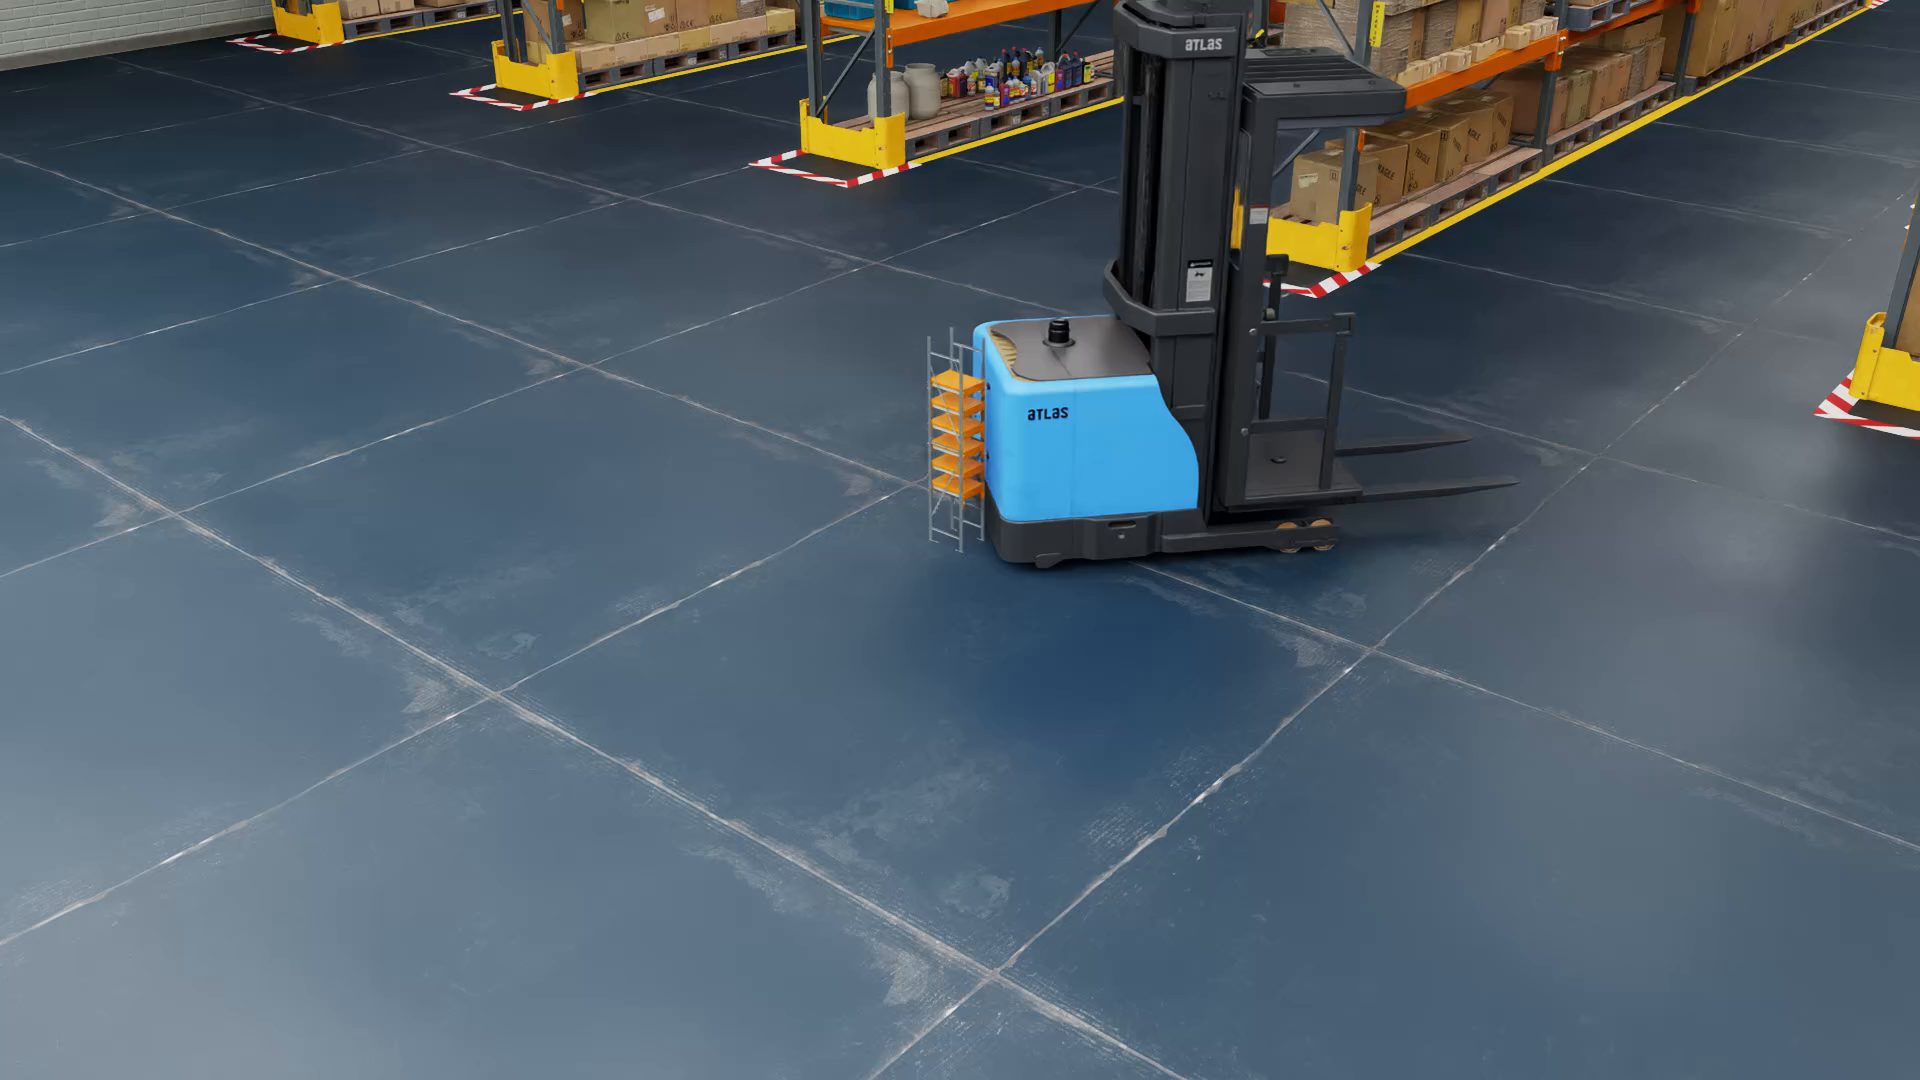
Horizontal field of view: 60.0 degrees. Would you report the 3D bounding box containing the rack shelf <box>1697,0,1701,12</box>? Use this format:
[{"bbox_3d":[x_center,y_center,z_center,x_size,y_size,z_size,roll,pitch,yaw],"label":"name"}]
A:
[{"bbox_3d":[9.097,-6.908,20.123,1.077,0.370,4.000,21,34,34],"label":"rack shelf"}]

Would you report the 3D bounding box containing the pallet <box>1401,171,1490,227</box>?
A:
[{"bbox_3d":[4.105,-3.179,15.166,1.003,0.211,1.213,21,34,34],"label":"pallet"}]

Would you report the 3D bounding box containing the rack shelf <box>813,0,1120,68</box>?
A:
[{"bbox_3d":[0.187,-5.520,17.438,1.077,0.370,4.000,21,34,34],"label":"rack shelf"}]

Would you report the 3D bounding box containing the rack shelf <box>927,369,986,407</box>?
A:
[{"bbox_3d":[-0.018,-0.808,8.819,0.258,0.103,0.180,21,34,35],"label":"rack shelf"}]

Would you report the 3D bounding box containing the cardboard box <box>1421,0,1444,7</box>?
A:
[{"bbox_3d":[3.620,-4.594,13.344,0.500,0.500,0.500,21,34,34],"label":"cardboard box"}]

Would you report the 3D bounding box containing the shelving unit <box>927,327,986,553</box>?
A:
[{"bbox_3d":[-0.018,-0.528,8.964,0.258,1.200,0.189,21,34,35],"label":"shelving unit"}]

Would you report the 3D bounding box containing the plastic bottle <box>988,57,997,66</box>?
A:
[{"bbox_3d":[0.368,-5.259,18.629,0.061,0.283,0.133,23,35,37],"label":"plastic bottle"}]

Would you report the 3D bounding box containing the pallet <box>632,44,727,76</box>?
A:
[{"bbox_3d":[-3.675,-6.055,20.724,1.003,0.211,1.213,21,34,34],"label":"pallet"}]

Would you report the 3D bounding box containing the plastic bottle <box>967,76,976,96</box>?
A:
[{"bbox_3d":[0.122,-4.963,18.145,0.097,0.201,0.097,0,27,0],"label":"plastic bottle"}]

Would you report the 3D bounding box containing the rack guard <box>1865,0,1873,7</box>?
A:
[{"bbox_3d":[12.929,-8.254,24.660,1.175,0.500,0.348,21,34,34],"label":"rack guard"}]

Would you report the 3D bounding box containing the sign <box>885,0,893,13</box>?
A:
[{"bbox_3d":[-0.664,-5.091,15.525,0.100,0.325,0.005,21,34,34],"label":"sign"}]

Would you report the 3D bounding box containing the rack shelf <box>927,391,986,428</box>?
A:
[{"bbox_3d":[-0.018,-0.701,8.874,0.258,0.103,0.180,21,34,35],"label":"rack shelf"}]

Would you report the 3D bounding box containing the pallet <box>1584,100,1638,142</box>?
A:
[{"bbox_3d":[6.550,-4.573,17.860,1.003,0.211,1.213,21,34,34],"label":"pallet"}]

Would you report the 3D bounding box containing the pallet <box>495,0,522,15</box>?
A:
[{"bbox_3d":[-6.586,-7.957,24.401,1.003,0.211,1.213,21,34,34],"label":"pallet"}]

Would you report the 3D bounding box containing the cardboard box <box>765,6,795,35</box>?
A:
[{"bbox_3d":[-2.487,-6.734,21.538,0.500,0.250,0.500,21,34,34],"label":"cardboard box"}]

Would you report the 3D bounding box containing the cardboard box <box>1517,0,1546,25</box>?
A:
[{"bbox_3d":[4.947,-5.136,15.480,0.875,0.500,0.500,21,34,34],"label":"cardboard box"}]

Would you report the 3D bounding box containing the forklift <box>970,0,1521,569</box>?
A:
[{"bbox_3d":[1.627,-1.463,8.889,3.031,2.935,1.130,-5,28,-9],"label":"forklift"}]

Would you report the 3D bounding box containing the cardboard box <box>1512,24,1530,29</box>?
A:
[{"bbox_3d":[4.999,-4.670,15.286,0.380,0.149,0.250,21,34,34],"label":"cardboard box"}]

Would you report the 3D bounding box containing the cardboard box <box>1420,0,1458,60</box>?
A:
[{"bbox_3d":[3.684,-4.423,14.103,0.875,0.500,0.500,21,34,34],"label":"cardboard box"}]

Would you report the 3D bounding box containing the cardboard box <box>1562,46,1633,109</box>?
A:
[{"bbox_3d":[6.716,-4.957,17.810,0.700,0.500,0.500,24,36,38],"label":"cardboard box"}]

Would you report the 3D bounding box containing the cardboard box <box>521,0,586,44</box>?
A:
[{"bbox_3d":[-4.794,-6.154,19.602,0.500,0.500,0.500,21,34,34],"label":"cardboard box"}]

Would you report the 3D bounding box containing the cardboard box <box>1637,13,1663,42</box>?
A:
[{"bbox_3d":[7.422,-5.691,18.411,0.500,0.250,0.500,22,35,36],"label":"cardboard box"}]

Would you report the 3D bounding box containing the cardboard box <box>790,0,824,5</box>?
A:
[{"bbox_3d":[-1.906,-7.285,21.993,0.500,0.311,0.500,21,34,35],"label":"cardboard box"}]

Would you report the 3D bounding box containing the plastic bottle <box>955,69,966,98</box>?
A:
[{"bbox_3d":[0.008,-4.949,18.029,0.061,0.283,0.133,21,34,34],"label":"plastic bottle"}]

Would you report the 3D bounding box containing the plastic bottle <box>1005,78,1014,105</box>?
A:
[{"bbox_3d":[0.526,-4.787,17.729,0.097,0.271,0.097,0,27,0],"label":"plastic bottle"}]

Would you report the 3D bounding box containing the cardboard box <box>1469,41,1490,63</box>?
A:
[{"bbox_3d":[4.405,-4.299,14.570,0.380,0.149,0.250,21,34,34],"label":"cardboard box"}]

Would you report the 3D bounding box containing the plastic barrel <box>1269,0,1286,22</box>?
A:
[{"bbox_3d":[4.301,-7.367,22.132,0.600,0.830,0.708,21,34,34],"label":"plastic barrel"}]

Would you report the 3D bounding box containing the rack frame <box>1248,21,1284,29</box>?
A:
[{"bbox_3d":[4.003,-7.966,21.385,1.000,3.000,0.127,21,34,34],"label":"rack frame"}]

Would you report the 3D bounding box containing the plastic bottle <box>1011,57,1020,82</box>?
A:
[{"bbox_3d":[0.626,-5.280,18.683,0.097,0.271,0.097,0,27,0],"label":"plastic bottle"}]

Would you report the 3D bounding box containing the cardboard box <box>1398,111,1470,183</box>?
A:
[{"bbox_3d":[4.302,-3.598,15.205,0.500,0.500,0.500,17,32,30],"label":"cardboard box"}]

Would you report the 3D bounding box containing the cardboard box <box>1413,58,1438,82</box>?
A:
[{"bbox_3d":[3.753,-3.951,13.896,0.380,0.149,0.250,21,34,34],"label":"cardboard box"}]

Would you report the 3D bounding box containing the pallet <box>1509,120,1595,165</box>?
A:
[{"bbox_3d":[5.775,-4.139,17.020,1.003,0.211,1.213,21,34,34],"label":"pallet"}]

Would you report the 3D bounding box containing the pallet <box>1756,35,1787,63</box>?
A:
[{"bbox_3d":[9.936,-6.403,21.397,1.003,0.211,1.213,21,34,34],"label":"pallet"}]

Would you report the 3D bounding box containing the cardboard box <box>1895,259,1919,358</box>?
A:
[{"bbox_3d":[6.880,-1.700,11.126,0.875,0.875,0.875,21,34,35],"label":"cardboard box"}]

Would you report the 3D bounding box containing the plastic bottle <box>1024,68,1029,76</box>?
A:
[{"bbox_3d":[0.755,-5.017,18.160,0.061,0.283,0.133,21,34,34],"label":"plastic bottle"}]

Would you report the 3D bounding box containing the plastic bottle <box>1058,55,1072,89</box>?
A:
[{"bbox_3d":[1.149,-5.186,18.415,0.144,0.351,0.185,19,33,32],"label":"plastic bottle"}]

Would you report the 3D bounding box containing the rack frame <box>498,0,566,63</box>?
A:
[{"bbox_3d":[-4.905,-6.579,18.703,1.000,3.000,0.127,21,34,34],"label":"rack frame"}]

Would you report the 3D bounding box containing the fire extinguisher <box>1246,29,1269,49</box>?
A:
[{"bbox_3d":[2.308,-3.742,13.303,0.296,0.674,0.183,21,34,34],"label":"fire extinguisher"}]

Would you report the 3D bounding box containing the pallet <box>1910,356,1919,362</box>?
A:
[{"bbox_3d":[6.947,-1.265,11.465,1.003,0.211,1.213,21,34,34],"label":"pallet"}]

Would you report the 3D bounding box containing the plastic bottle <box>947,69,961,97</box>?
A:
[{"bbox_3d":[-0.074,-4.976,18.090,0.152,0.276,0.135,21,34,35],"label":"plastic bottle"}]

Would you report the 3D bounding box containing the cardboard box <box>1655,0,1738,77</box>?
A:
[{"bbox_3d":[8.280,-6.000,19.440,1.225,0.875,0.875,19,33,32],"label":"cardboard box"}]

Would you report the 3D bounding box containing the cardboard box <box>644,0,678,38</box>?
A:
[{"bbox_3d":[-3.768,-6.361,20.001,0.500,0.500,0.500,21,34,34],"label":"cardboard box"}]

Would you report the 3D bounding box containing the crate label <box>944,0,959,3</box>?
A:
[{"bbox_3d":[-0.124,-5.877,17.308,0.502,0.435,0.616,21,34,34],"label":"crate label"}]

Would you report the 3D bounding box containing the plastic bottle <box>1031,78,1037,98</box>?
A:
[{"bbox_3d":[0.783,-4.899,18.023,0.097,0.201,0.097,0,27,0],"label":"plastic bottle"}]

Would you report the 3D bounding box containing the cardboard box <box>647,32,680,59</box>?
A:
[{"bbox_3d":[-3.759,-6.025,20.167,0.500,0.250,0.500,21,34,34],"label":"cardboard box"}]

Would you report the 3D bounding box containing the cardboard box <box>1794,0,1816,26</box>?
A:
[{"bbox_3d":[10.851,-7.391,22.127,0.875,0.875,0.875,21,34,34],"label":"cardboard box"}]
